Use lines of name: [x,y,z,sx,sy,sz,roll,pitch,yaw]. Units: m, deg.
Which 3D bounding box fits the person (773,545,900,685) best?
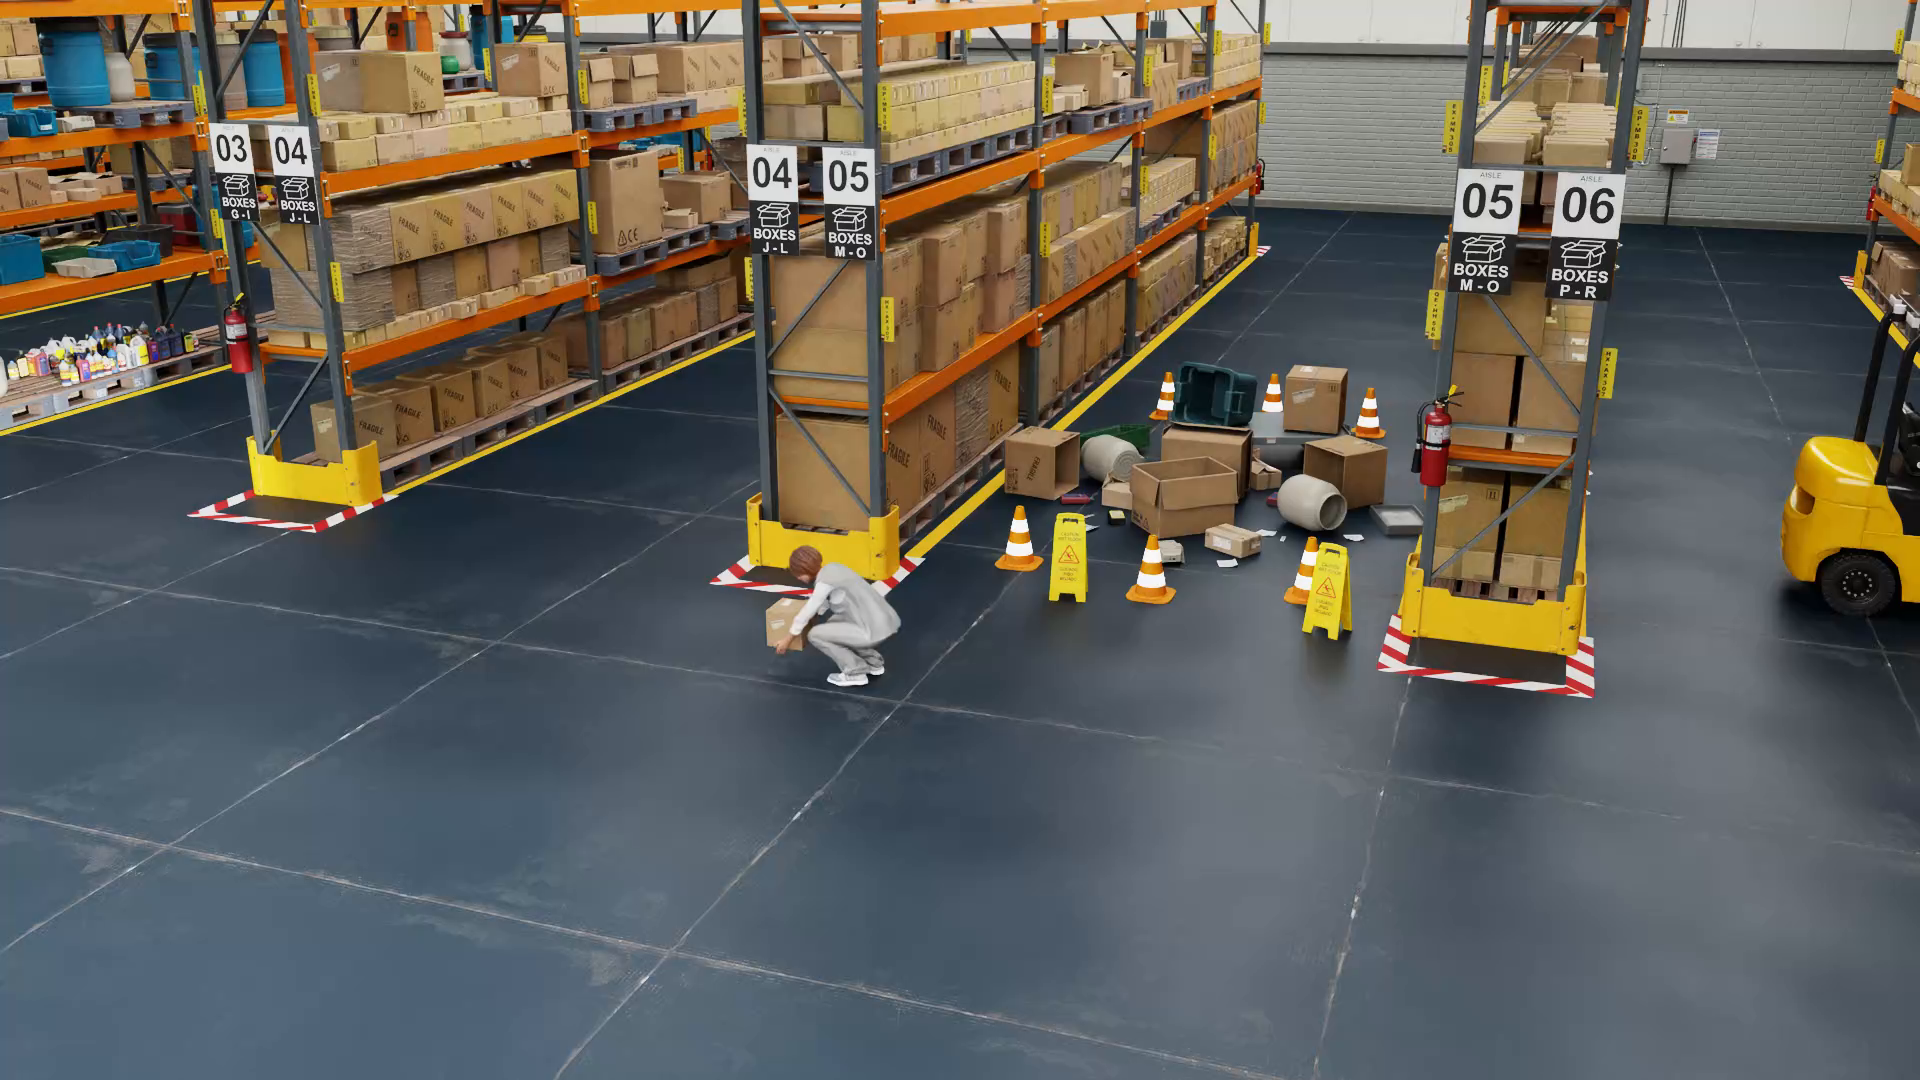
person: [-0.790,0.480,10.793,0.813,0.885,0.435,6,20,18]
